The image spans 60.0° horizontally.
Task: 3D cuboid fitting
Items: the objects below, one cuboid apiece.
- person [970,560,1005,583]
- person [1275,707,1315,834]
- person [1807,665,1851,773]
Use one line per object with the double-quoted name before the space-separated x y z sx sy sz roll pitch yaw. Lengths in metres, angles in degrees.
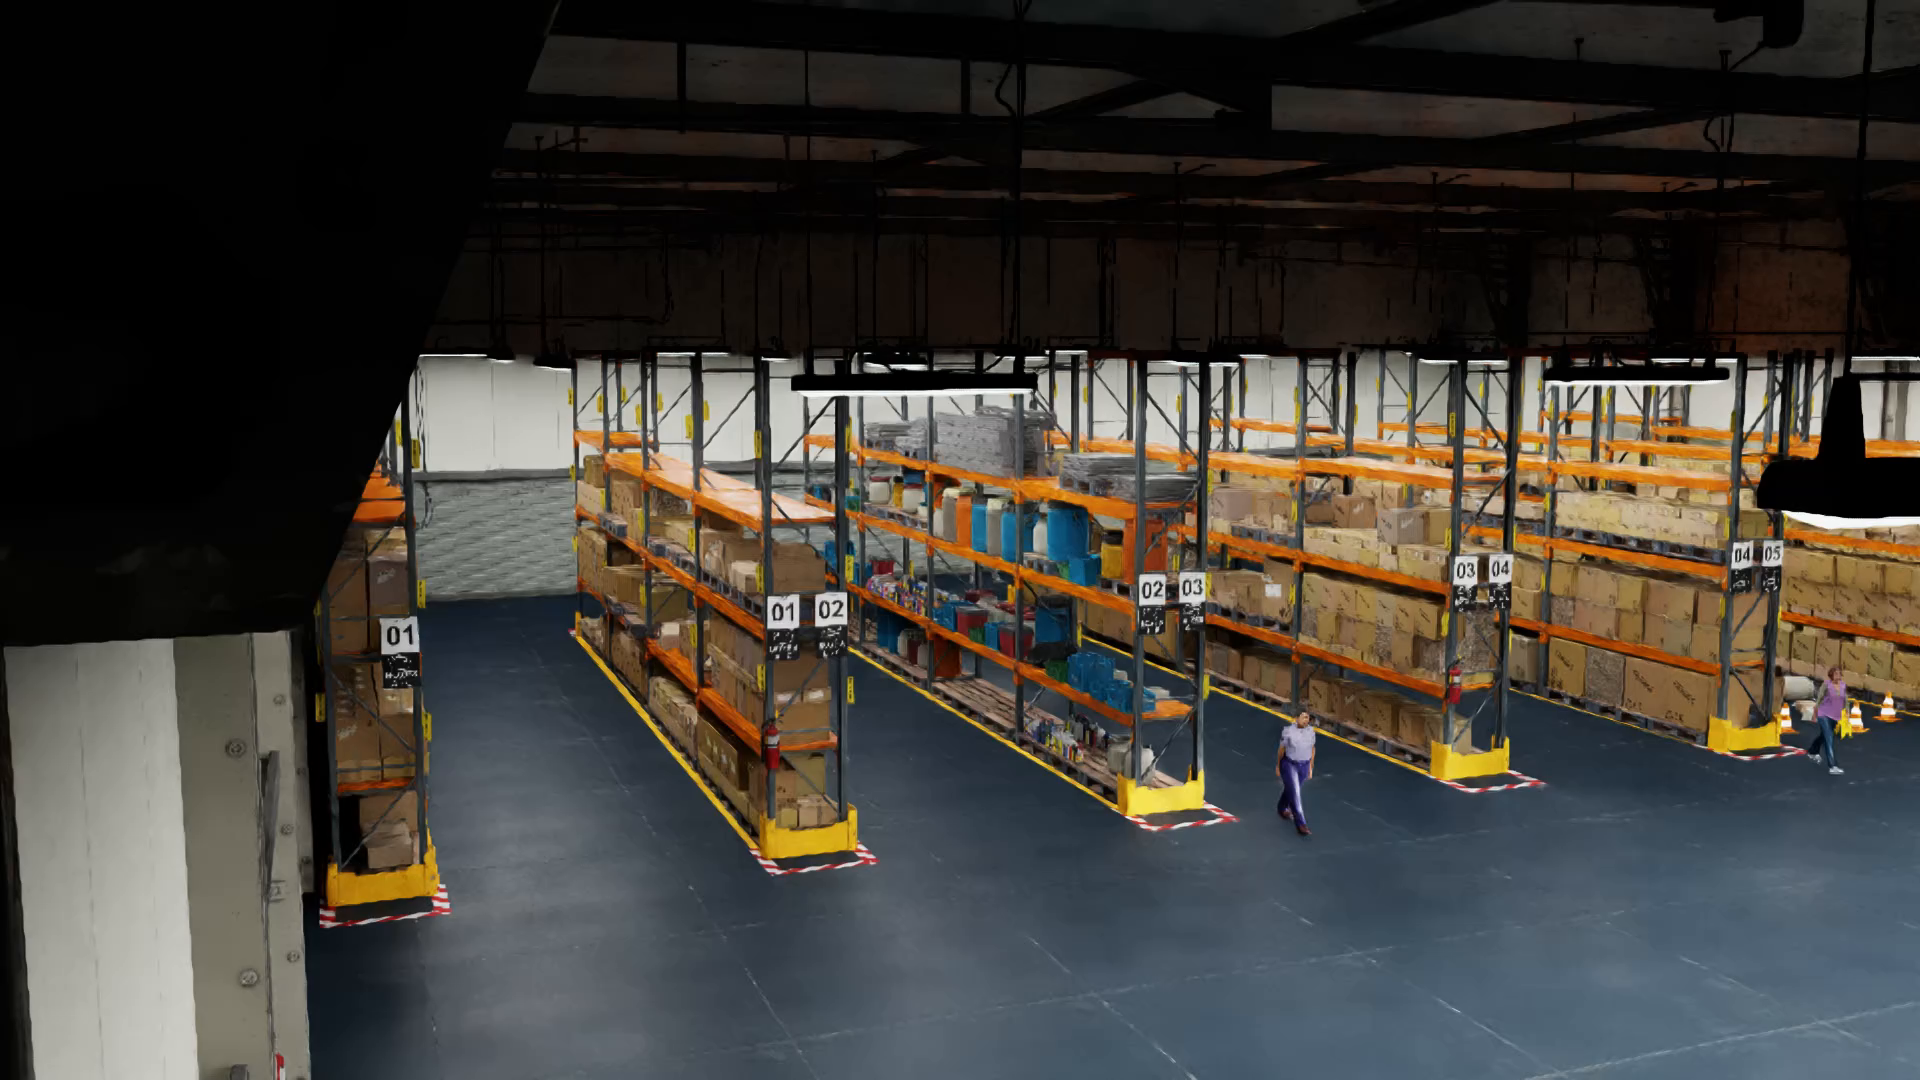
"person" 0.637 0.240 42.124 0.688 1.709 0.825 -6 9 -38
"person" 4.343 2.894 21.311 0.479 1.563 1.072 -3 8 -22
"person" 12.654 2.560 24.159 0.408 1.533 0.962 -1 7 -11
